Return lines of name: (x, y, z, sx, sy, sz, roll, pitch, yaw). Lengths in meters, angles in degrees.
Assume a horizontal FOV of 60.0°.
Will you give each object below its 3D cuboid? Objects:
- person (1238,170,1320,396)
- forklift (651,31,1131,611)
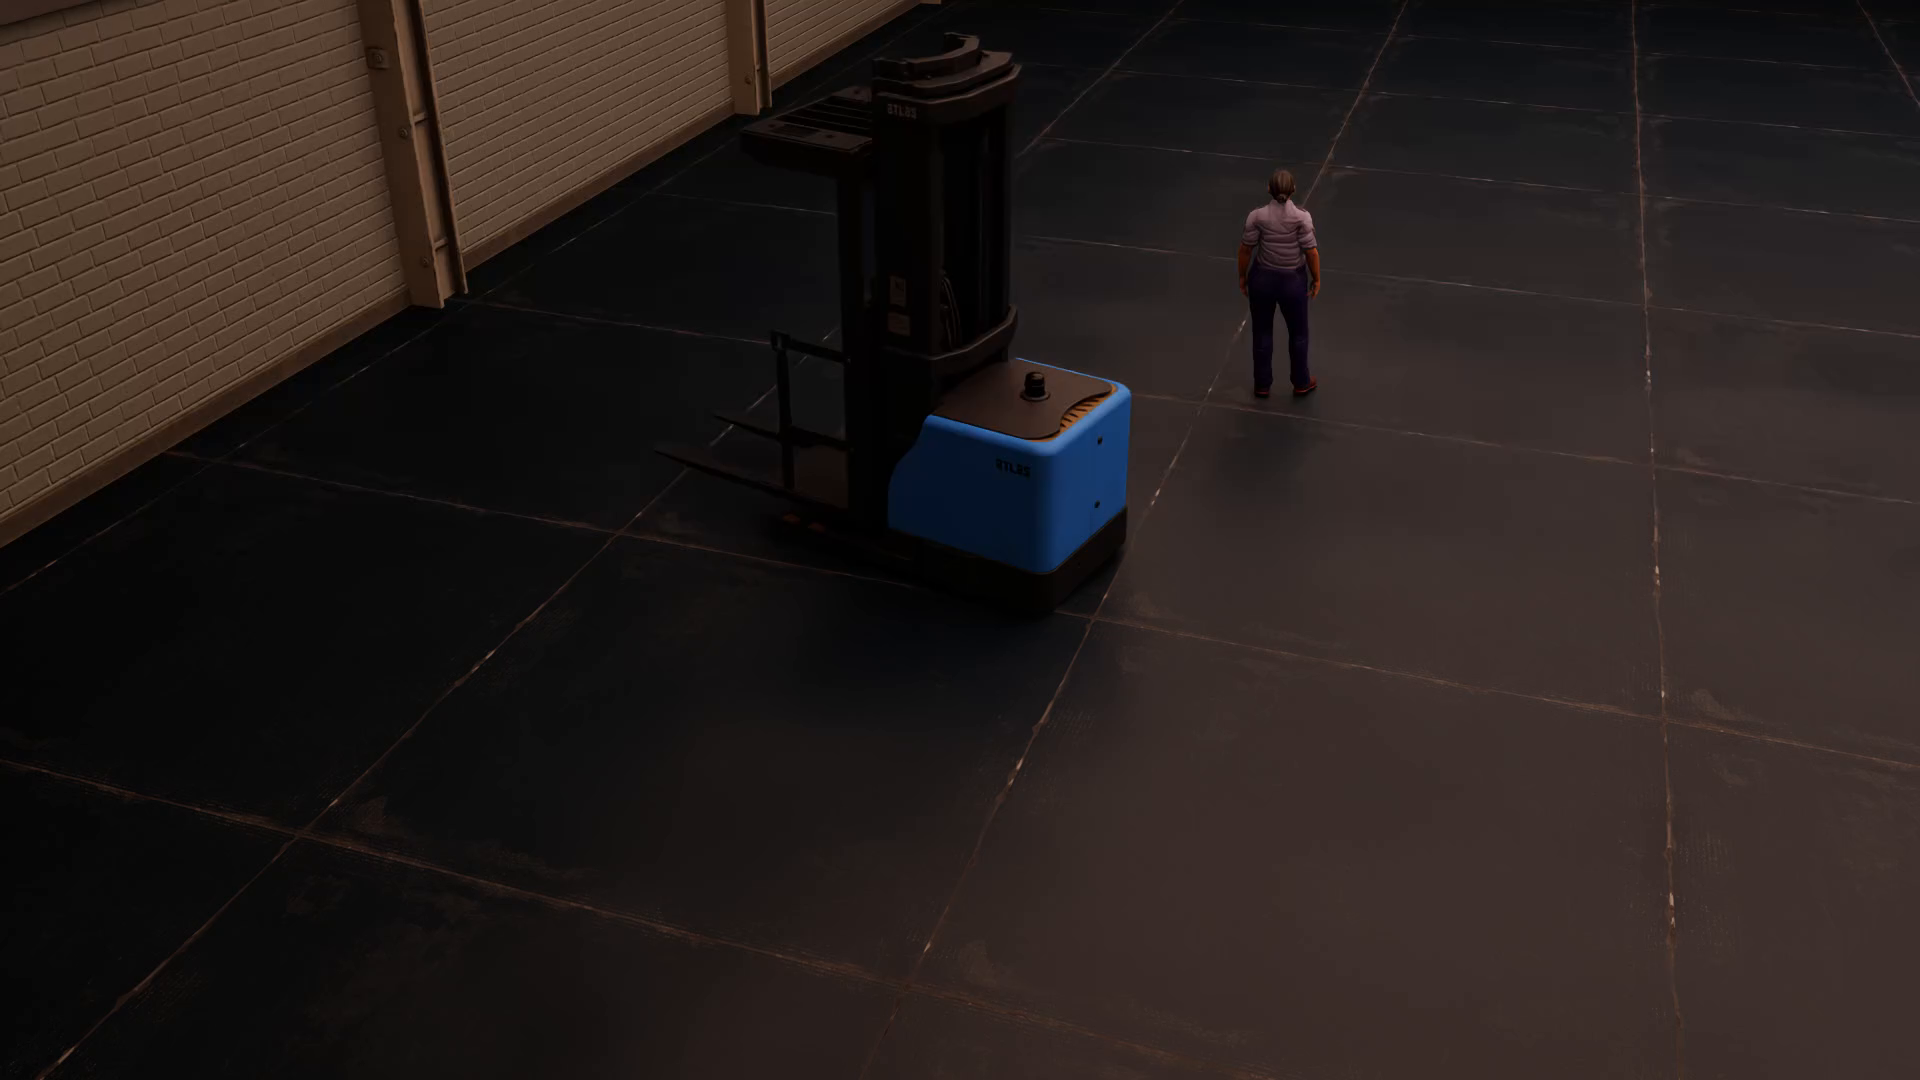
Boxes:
person: (2.244, -1.800, 11.575, 0.599, 1.652, 0.504, 10, 31, 17)
forklift: (-0.531, -1.413, 9.615, 3.031, 2.935, 1.130, 17, 34, 27)
